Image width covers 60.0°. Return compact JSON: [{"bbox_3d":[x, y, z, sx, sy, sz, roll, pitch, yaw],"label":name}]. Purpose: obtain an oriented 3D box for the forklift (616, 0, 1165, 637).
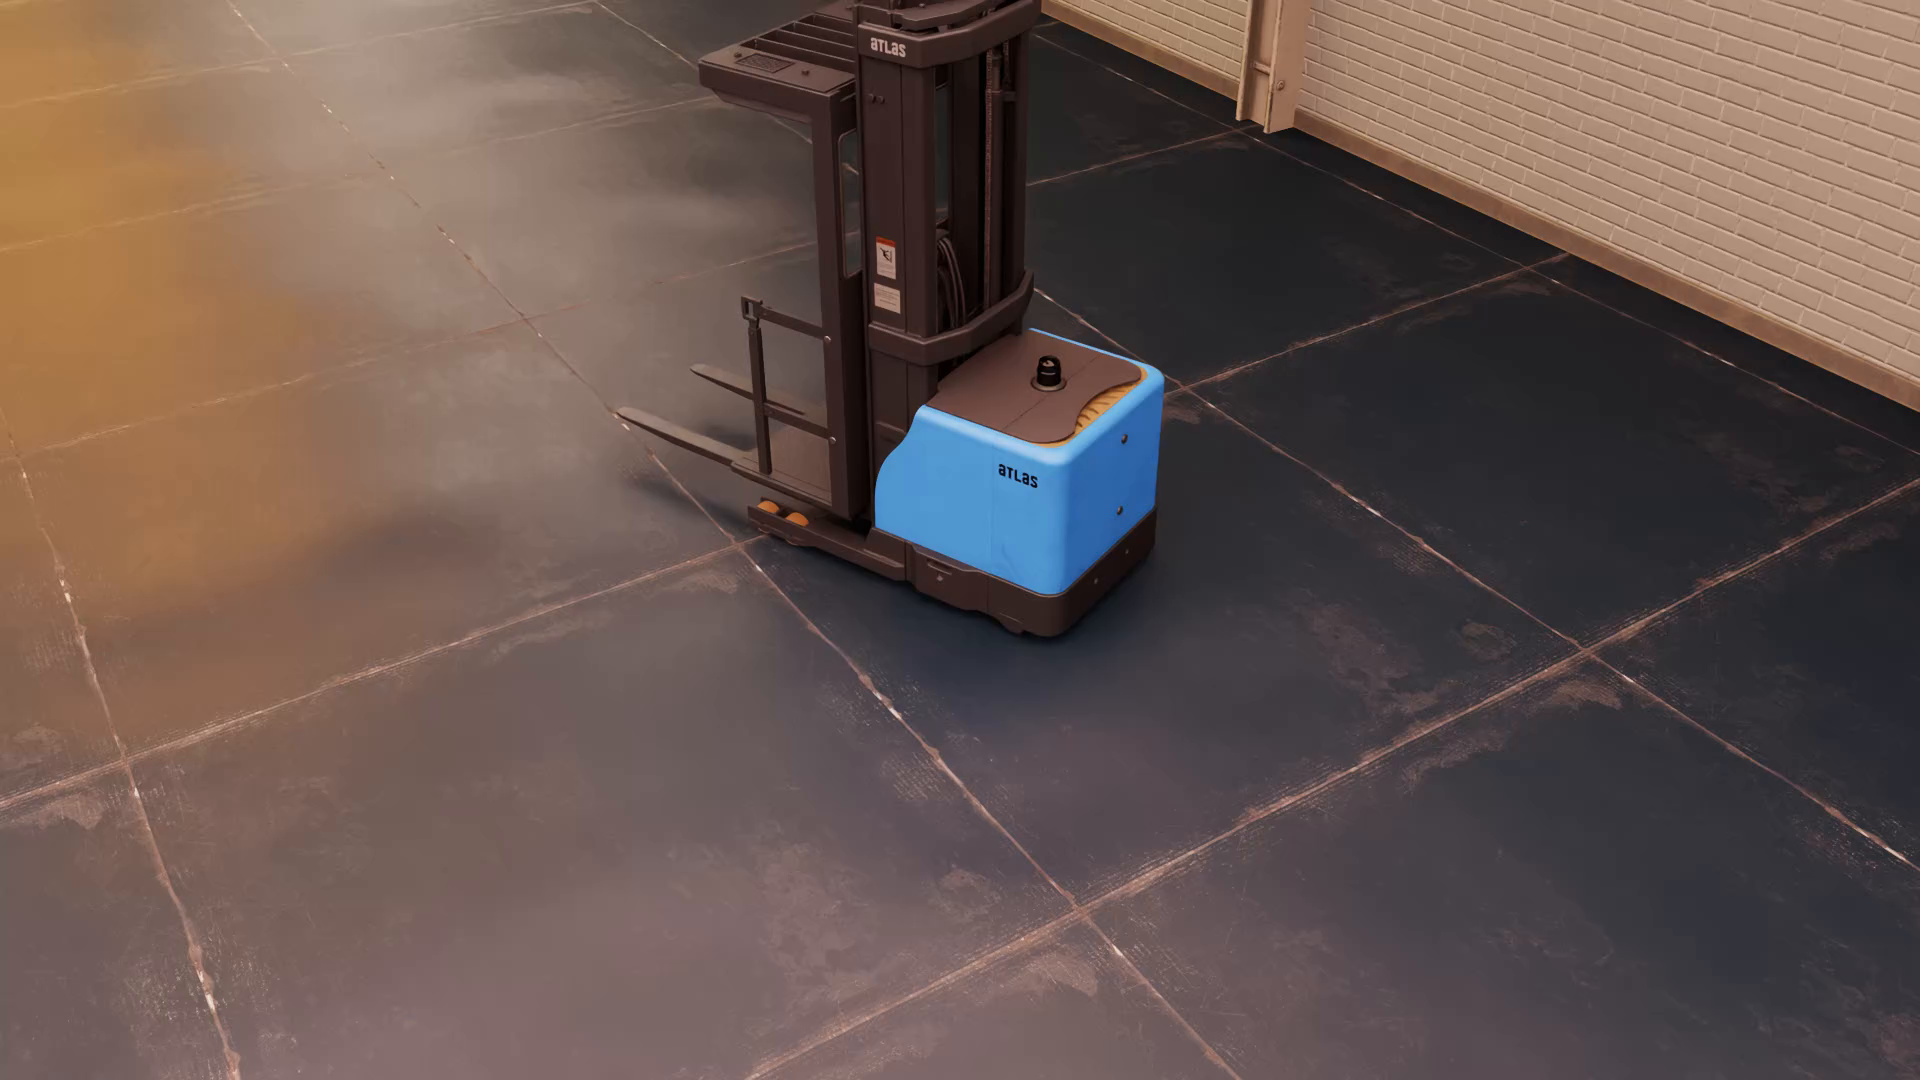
[{"bbox_3d":[-0.500,-1.399,8.138,3.031,2.935,1.130,22,41,28],"label":"forklift"}]
